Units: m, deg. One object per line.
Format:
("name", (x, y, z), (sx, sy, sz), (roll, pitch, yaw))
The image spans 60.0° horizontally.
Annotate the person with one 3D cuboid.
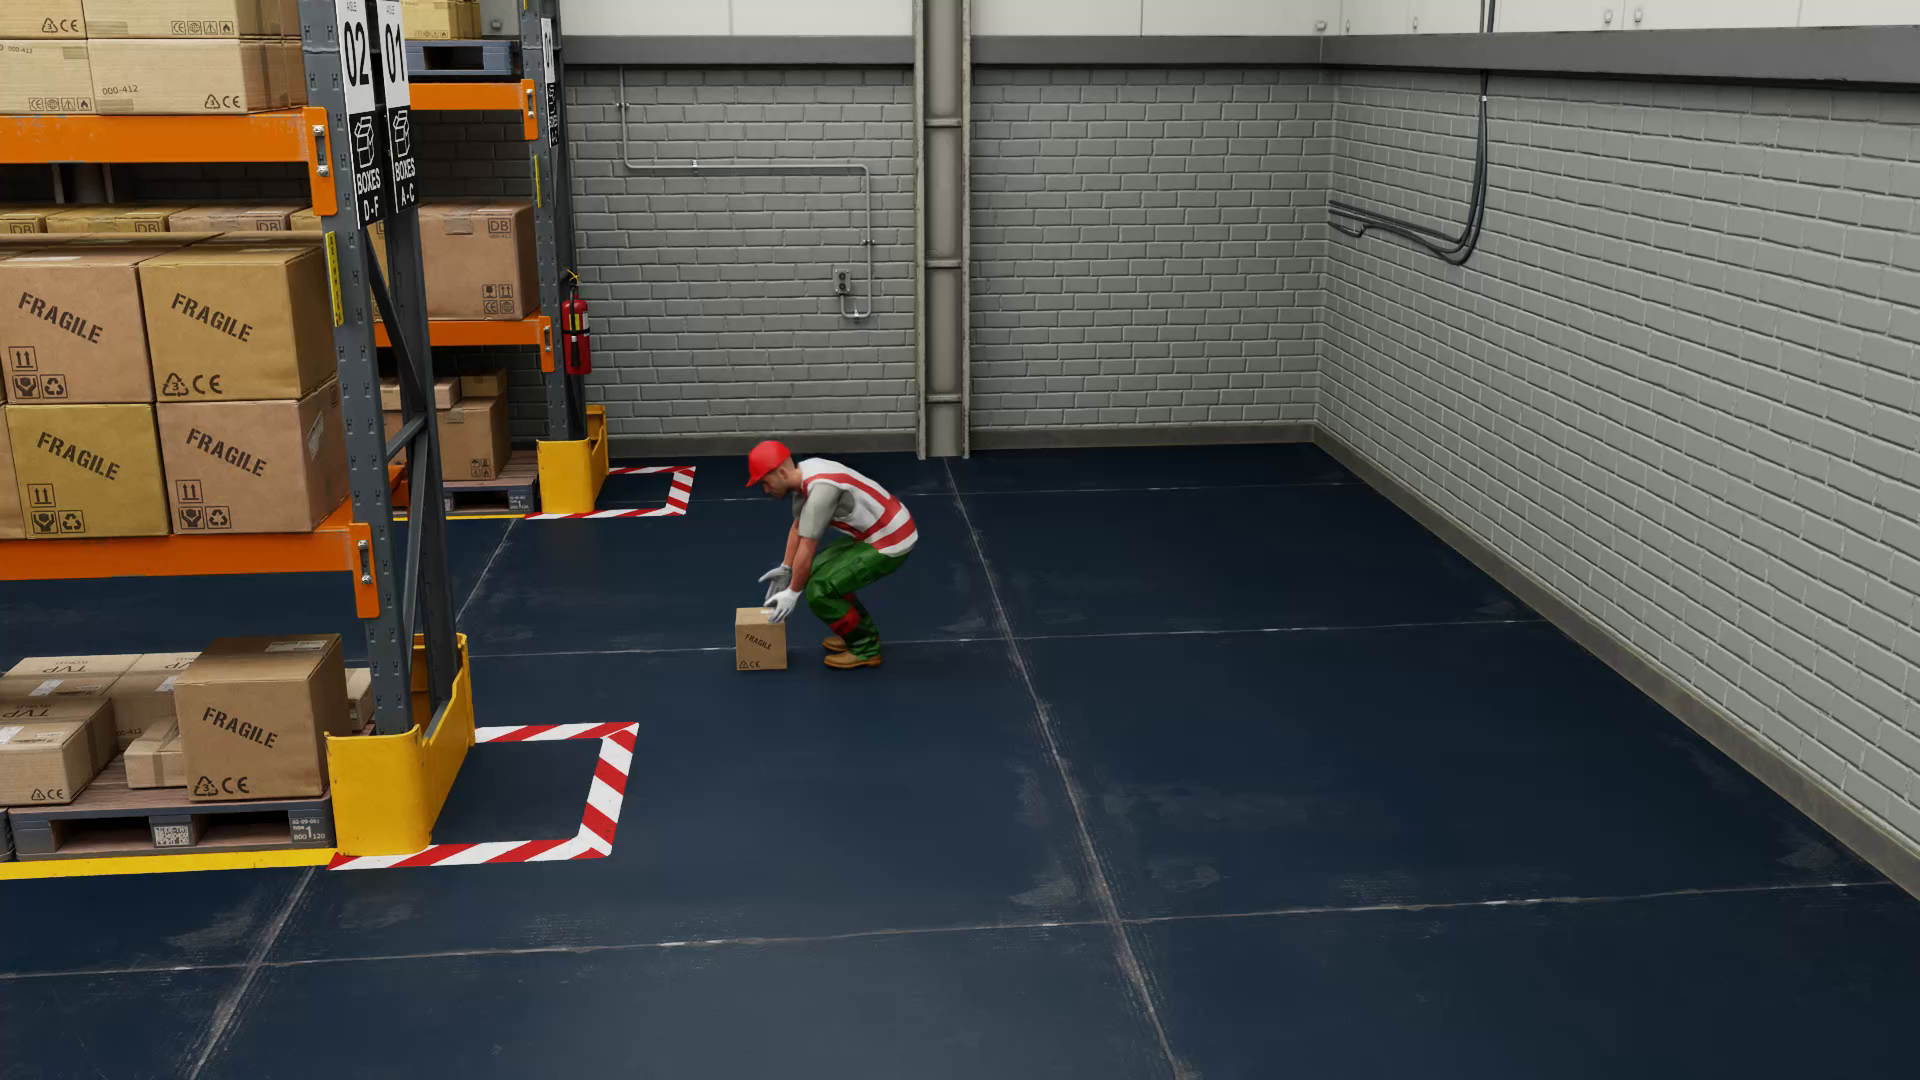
("person", (-0.635, 0.038, 8.372), (0.852, 1.125, 0.585), (-2, 17, -6))
